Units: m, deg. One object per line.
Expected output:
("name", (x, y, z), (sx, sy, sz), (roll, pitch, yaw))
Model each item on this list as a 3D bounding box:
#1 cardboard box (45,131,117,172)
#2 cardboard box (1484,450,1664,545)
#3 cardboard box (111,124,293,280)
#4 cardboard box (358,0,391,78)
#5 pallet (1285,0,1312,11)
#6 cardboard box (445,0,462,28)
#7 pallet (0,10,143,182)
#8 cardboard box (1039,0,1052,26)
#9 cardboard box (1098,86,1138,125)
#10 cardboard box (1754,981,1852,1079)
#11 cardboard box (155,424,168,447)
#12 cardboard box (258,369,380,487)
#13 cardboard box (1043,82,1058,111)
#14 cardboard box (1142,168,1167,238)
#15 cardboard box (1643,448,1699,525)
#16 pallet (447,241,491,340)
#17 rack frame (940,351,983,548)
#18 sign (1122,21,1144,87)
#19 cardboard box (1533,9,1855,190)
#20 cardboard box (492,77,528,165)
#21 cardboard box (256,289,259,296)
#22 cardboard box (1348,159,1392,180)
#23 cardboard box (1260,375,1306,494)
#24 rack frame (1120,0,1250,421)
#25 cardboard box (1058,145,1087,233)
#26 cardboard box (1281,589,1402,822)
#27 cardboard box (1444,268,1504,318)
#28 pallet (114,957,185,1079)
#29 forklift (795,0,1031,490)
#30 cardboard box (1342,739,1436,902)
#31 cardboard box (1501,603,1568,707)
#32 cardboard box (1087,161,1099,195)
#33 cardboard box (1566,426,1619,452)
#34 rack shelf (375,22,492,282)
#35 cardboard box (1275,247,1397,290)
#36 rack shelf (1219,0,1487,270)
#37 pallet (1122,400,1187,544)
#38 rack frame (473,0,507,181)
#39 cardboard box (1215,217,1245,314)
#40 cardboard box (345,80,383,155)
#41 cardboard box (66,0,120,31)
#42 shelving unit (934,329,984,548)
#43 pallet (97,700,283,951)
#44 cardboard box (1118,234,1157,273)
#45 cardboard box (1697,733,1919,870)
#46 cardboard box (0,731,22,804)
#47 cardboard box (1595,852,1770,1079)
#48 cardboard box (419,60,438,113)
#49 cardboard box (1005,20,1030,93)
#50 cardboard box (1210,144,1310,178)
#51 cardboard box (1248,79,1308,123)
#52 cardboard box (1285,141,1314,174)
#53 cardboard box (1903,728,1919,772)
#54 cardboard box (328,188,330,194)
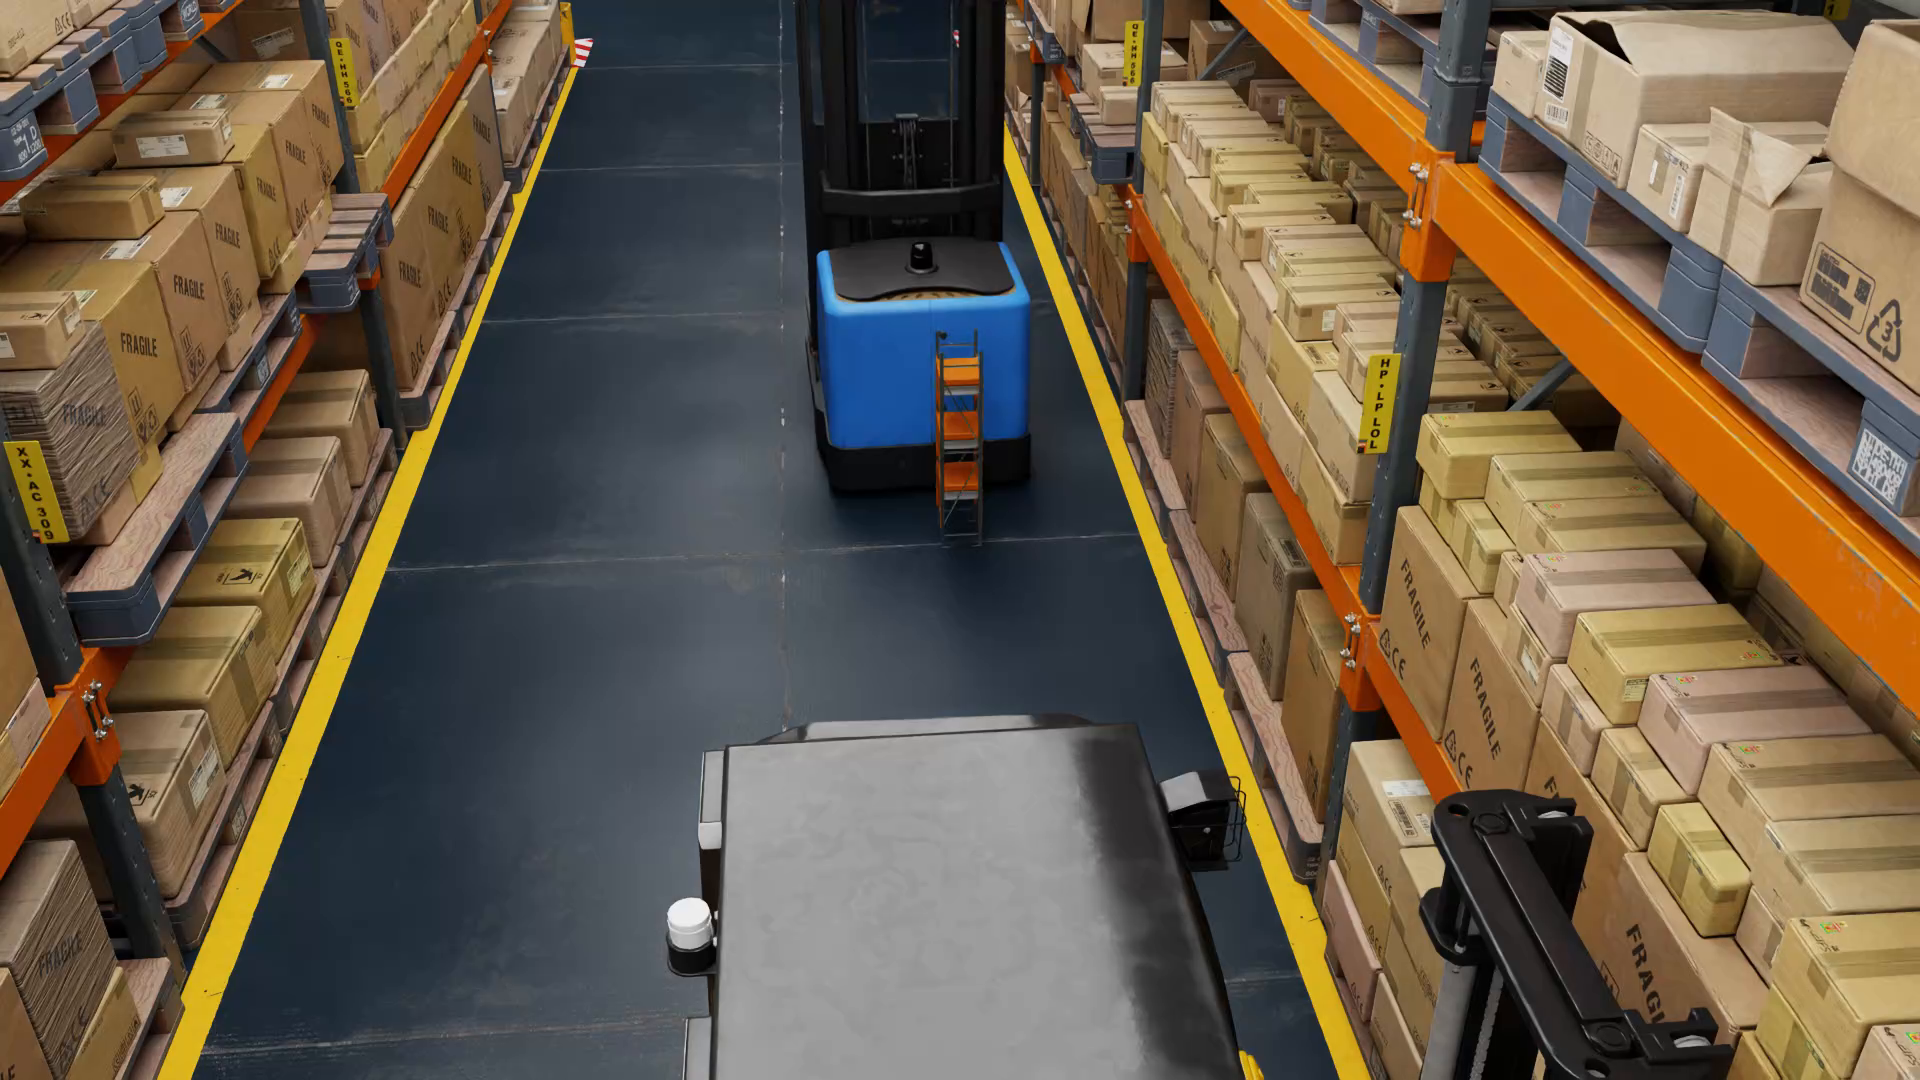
("cardboard box", (-3.604, -1.347, 6.783), (0.500, 0.500, 0.500), (-2, 31, -4))
("cardboard box", (1.655, -0.115, 4.497), (0.380, 0.149, 0.250), (-2, 31, -4))
("cardboard box", (-3.100, -1.385, 6.846), (0.500, 0.500, 0.500), (-5, 31, -8))
("cardboard box", (-3.386, -2.762, 8.877), (0.500, 0.500, 0.500), (-3, 31, -4))
("pallet", (1.674, -2.307, 6.446), (1.003, 0.211, 1.213), (-1, 31, -2))
("cardboard box", (-3.564, -3.498, 10.840), (0.500, 0.250, 0.500), (-2, 31, -3))
("pallet", (-3.105, -1.259, 4.690), (1.213, 0.211, 1.003), (-3, 31, -5))
("cardboard box", (0.912, -3.757, 11.107), (0.700, 0.500, 0.500), (-2, 31, -4))
("cardboard box", (0.971, -2.403, 9.183), (0.380, 0.149, 0.250), (-2, 31, -4))
("cardboard box", (1.706, 0.932, 3.034), (0.380, 0.149, 0.250), (-3, 31, -4))
("cardboard box", (-3.008, -0.370, 5.780), (0.380, 0.149, 0.250), (-1, 31, -1))
("cardboard box", (-3.484, -0.537, 8.377), (0.950, 0.372, 0.625), (-5, 31, -8))
("cardboard box", (0.809, -3.245, 12.154), (0.380, 0.149, 0.250), (-1, 31, -2))
("cardboard box", (1.213, -1.711, 8.335), (0.500, 0.250, 0.500), (-3, 31, -4))
("cardboard box", (2.101, -0.142, 4.542), (0.380, 0.149, 0.250), (-4, 31, -6))
("pallet", (-3.637, -1.604, 10.730), (1.003, 0.211, 1.213), (-3, 31, -5))
("rack frame", (0.006, -0.416, 7.922), (0.200, 1.050, 0.008), (-3, 31, -5))
("sign", (0.875, -2.446, 8.367), (0.100, 0.325, 0.005), (-3, 31, -5))
("cardboard box", (1.623, -1.007, 3.666), (0.500, 0.311, 0.500), (-2, 31, -4))
("cardboard box", (-3.853, -3.222, 12.808), (0.875, 0.438, 0.875), (-3, 31, -5))
("cardboard box", (-3.144, -1.027, 6.880), (0.380, 0.149, 0.250), (-3, 31, -4))
("cardboard box", (1.891, -1.532, 7.160), (0.380, 0.149, 0.250), (-3, 31, -5))
("cardboard box", (1.428, -0.408, 6.154), (0.500, 0.250, 0.500), (-3, 31, -5))
("rack frame", (1.414, -2.013, 8.696), (1.000, 3.000, 0.127), (-3, 31, -5))
("cardboard box", (0.964, -2.379, 11.335), (0.500, 0.500, 0.500), (-4, 31, -6))
("cardboard box", (1.728, 0.602, 6.223), (0.875, 0.625, 0.625), (-1, 31, -2))
("cardboard box", (1.929, -0.879, 6.066), (0.380, 0.149, 0.250), (-3, 31, -5))
("pallet", (-3.056, 1.807, 5.019), (1.003, 0.211, 1.213), (-3, 31, -5))
("forklift", (-0.339, -2.249, 9.156), (1.130, 2.935, 3.031), (-4, 31, -6))
("cardboard box", (1.521, 0.862, 5.179), (0.500, 0.250, 0.500), (-3, 31, -5))
("cardboard box", (1.583, 0.276, 4.132), (0.380, 0.149, 0.250), (-2, 31, -3))
("cardboard box", (1.020, -2.317, 10.600), (0.380, 0.149, 0.250), (-4, 31, -7))
("cardboard box", (1.996, -0.393, 5.641), (0.500, 0.250, 0.500), (-3, 31, -5))
("rack shelf", (-3.714, -2.486, 10.188), (1.077, 0.370, 4.000), (-3, 31, -5))
("cardboard box", (1.404, -0.979, 6.234), (0.380, 0.149, 0.250), (-3, 31, -6))
("rack shelf", (1.601, -1.971, 6.401), (1.077, 0.370, 4.000), (-3, 31, -5))
("pallet", (1.453, -0.394, 8.704), (1.003, 0.211, 1.213), (-3, 31, -5))
("rack frame", (-3.901, -3.816, 11.713), (1.000, 3.000, 0.127), (-3, 31, -5))
("cardboard box", (1.362, -1.142, 6.895), (0.500, 0.250, 0.500), (-2, 31, -4))
("cardboard box", (-3.329, -2.194, 8.657), (0.500, 0.250, 0.500), (-3, 31, -5))
("cardboard box", (-2.857, -1.712, 5.002), (0.500, 0.250, 0.500), (-3, 31, -5))
("shelving unit", (-0.005, -0.478, 8.027), (0.215, 1.050, 0.252), (-3, 31, -5))
("pallet", (-3.228, 1.068, 6.256), (1.003, 0.211, 1.213), (-3, 31, -5))
("cardboard box", (1.116, -1.639, 9.464), (0.380, 0.149, 0.250), (-4, 31, -7))
("cardboard box", (1.763, 0.537, 3.406), (0.380, 0.149, 0.250), (-3, 31, -4))
("cardboard box", (-2.790, 0.653, 4.477), (0.380, 0.149, 0.250), (-2, 31, -3))
("cardboard box", (1.709, 1.006, 3.542), (0.500, 0.500, 0.500), (-3, 31, -4))
("cardboard box", (-3.481, -2.752, 10.079), (0.500, 0.250, 0.500), (-3, 31, -5))
("cardboard box", (0.621, -4.175, 14.343), (0.500, 0.500, 0.500), (-2, 31, -4))
("cardboard box", (1.317, -1.632, 7.327), (0.380, 0.149, 0.250), (-2, 31, -4))
("cardboard box", (1.646, -2.178, 8.242), (0.380, 0.149, 0.250), (-2, 31, -3))
("cardboard box", (1.783, -1.687, 7.807), (0.500, 0.250, 0.500), (-2, 31, -4))
("cardboard box", (2.199, 0.514, 3.443), (0.380, 0.149, 0.250), (-2, 31, -3))
("cardboard box", (-3.262, -1.690, 7.990), (0.380, 0.149, 0.250), (-2, 31, -3))
